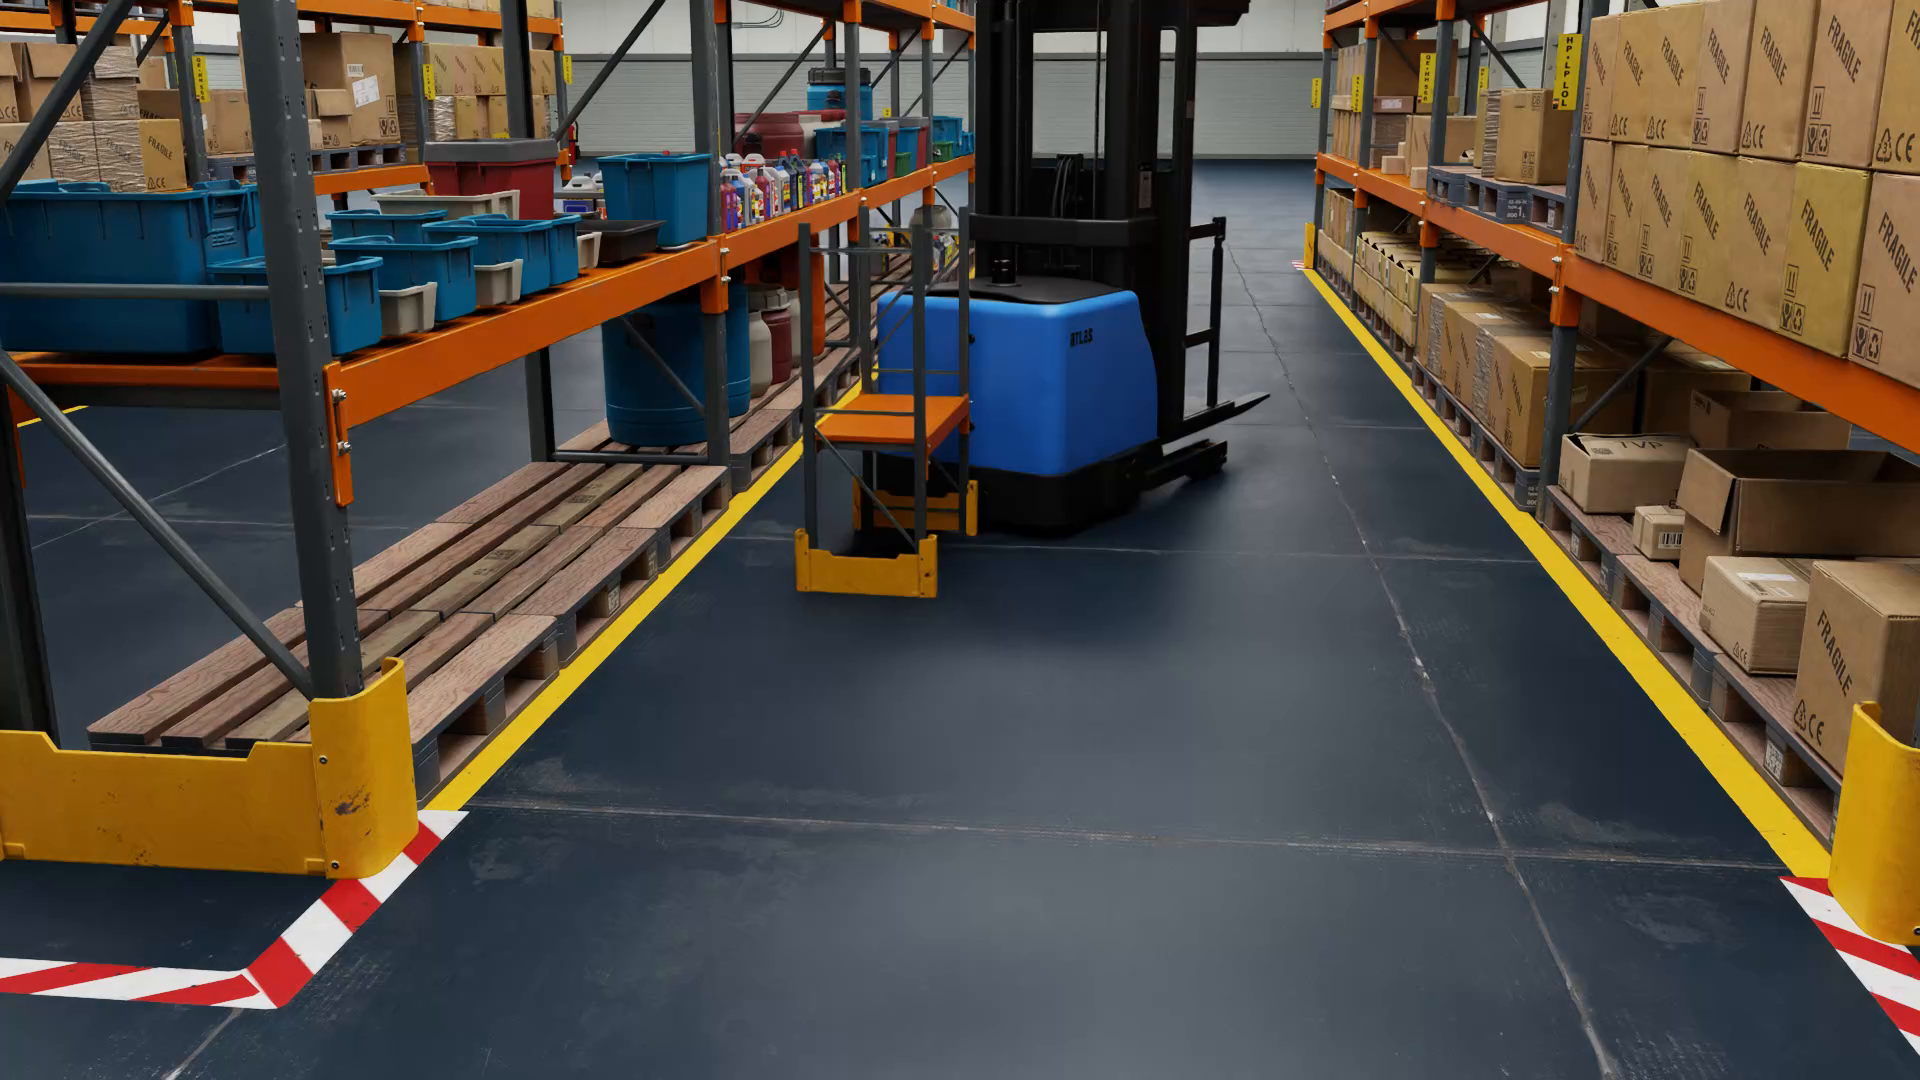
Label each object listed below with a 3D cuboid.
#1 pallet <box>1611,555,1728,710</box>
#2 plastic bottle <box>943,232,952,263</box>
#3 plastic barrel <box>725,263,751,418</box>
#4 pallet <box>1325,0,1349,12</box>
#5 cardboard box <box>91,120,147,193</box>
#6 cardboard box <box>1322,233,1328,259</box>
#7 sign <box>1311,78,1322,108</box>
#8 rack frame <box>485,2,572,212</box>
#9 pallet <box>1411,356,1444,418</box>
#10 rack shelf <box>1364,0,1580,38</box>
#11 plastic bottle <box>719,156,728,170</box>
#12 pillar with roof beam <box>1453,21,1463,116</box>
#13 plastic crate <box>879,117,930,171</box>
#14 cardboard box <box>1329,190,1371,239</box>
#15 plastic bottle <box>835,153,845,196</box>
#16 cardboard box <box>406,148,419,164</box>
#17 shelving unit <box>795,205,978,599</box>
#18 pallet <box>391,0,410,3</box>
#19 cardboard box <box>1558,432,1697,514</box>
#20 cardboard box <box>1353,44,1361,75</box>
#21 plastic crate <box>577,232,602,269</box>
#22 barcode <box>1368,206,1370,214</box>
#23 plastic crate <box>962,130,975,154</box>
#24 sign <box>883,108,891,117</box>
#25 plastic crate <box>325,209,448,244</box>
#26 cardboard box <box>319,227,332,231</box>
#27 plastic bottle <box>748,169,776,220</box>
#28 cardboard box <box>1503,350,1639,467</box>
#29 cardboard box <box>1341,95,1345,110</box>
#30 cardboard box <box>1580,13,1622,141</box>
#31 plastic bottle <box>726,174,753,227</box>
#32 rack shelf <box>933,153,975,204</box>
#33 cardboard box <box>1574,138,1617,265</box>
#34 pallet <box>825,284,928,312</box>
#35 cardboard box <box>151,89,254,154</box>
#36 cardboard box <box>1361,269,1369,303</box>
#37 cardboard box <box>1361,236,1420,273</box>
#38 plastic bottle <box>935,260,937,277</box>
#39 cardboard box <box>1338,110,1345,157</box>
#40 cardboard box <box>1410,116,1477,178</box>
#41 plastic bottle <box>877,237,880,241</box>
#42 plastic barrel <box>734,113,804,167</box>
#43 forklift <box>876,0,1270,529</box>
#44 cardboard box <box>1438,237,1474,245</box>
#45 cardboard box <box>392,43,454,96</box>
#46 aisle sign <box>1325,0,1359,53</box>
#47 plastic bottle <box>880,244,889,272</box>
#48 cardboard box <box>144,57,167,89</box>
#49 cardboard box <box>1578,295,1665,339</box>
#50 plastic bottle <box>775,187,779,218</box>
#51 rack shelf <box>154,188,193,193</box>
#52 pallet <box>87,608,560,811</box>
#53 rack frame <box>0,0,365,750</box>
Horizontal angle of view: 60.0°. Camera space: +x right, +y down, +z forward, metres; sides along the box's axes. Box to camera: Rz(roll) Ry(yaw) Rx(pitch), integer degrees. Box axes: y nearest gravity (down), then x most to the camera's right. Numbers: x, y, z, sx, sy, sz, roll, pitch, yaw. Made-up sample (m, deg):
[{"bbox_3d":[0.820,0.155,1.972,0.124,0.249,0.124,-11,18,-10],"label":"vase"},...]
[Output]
[{"bbox_3d":[3.047,0.329,6.043,1.003,0.211,1.213,2,15,6],"label":"pallet"},{"bbox_3d":[-0.165,-3.073,17.512,0.144,0.351,0.185,2,15,9],"label":"plastic bottle"},{"bbox_3d":[-1.503,-1.174,9.472,0.600,0.901,0.708,2,15,6],"label":"plastic barrel"},{"bbox_3d":[4.509,-5.848,17.966,1.003,0.211,1.213,2,15,6],"label":"pallet"},{"bbox_3d":[-6.002,-2.627,11.439,0.500,0.500,0.500,2,15,6],"label":"cardboard box"},{"bbox_3d":[4.280,-3.238,18.355,0.500,0.250,0.500,2,15,6],"label":"cardboard box"},{"bbox_3d":[4.064,-5.099,18.964,0.100,0.325,0.005,2,15,6],"label":"sign"},{"bbox_3d":[-5.228,-4.918,20.104,1.000,3.000,0.127,2,15,6],"label":"rack frame"},{"bbox_3d":[3.590,-1.012,11.000,1.003,0.211,1.213,2,15,6],"label":"pallet"},{"bbox_3d":[3.937,-4.170,12.968,1.077,0.370,4.000,2,15,6],"label":"rack shelf"},{"bbox_3d":[-1.632,-2.415,11.083,0.152,0.276,0.135,2,15,6],"label":"plastic bottle"},{"bbox_3d":[9.425,-15.077,46.180,9.100,9.000,0.400,2,15,6],"label":"pillar with roof beam"},{"bbox_3d":[-0.509,-3.631,15.221,0.402,0.464,0.583,2,15,6],"label":"plastic crate"},{"bbox_3d":[4.235,-3.470,17.776,0.500,0.500,0.500,2,15,6],"label":"cardboard box"},{"bbox_3d":[-0.831,-2.523,11.471,0.061,0.283,0.133,2,15,6],"label":"plastic bottle"},{"bbox_3d":[-5.356,-3.806,16.473,0.380,0.149,0.250,2,15,6],"label":"cardboard box"},{"bbox_3d":[-0.297,-0.635,7.138,0.587,1.500,1.083,3,15,10],"label":"shelving unit"},{"bbox_3d":[-5.855,-5.081,15.319,1.213,0.211,1.003,2,15,6],"label":"pallet"},{"bbox_3d":[2.998,-0.325,7.425,0.500,0.311,0.500,2,15,6],"label":"cardboard box"},{"bbox_3d":[4.377,-4.768,16.872,0.700,0.500,0.500,2,15,6],"label":"cardboard box"},{"bbox_3d":[-1.559,-1.101,6.378,0.293,0.136,0.466,2,15,6],"label":"plastic crate"},{"bbox_3d":[3.721,-3.003,15.128,0.001,0.075,0.075,2,15,6],"label":"barcode"},{"bbox_3d":[-0.066,-4.562,19.071,0.499,0.251,0.616,2,15,6],"label":"plastic crate"},{"bbox_3d":[-0.853,-4.923,19.592,0.100,0.325,0.005,2,15,6],"label":"sign"},{"bbox_3d":[-2.135,-1.111,6.229,0.416,0.233,0.300,2,15,6],"label":"plastic crate"},{"bbox_3d":[-5.770,-2.728,15.949,0.700,0.500,0.500,1,15,2],"label":"cardboard box"},{"bbox_3d":[-1.126,-1.949,9.361,0.152,0.276,0.135,2,15,6],"label":"plastic bottle"},{"bbox_3d":[3.031,-0.655,8.284,0.500,0.500,0.500,2,15,6],"label":"cardboard box"},{"bbox_3d":[4.241,-4.623,17.580,0.380,0.149,0.250,1,15,4],"label":"cardboard box"},{"bbox_3d":[2.928,-1.930,6.946,0.500,0.500,0.500,2,15,8],"label":"cardboard box"},{"bbox_3d":[-1.189,-1.804,8.824,0.152,0.276,0.135,2,15,6],"label":"plastic bottle"},{"bbox_3d":[-0.533,-3.906,17.740,1.077,0.370,4.000,2,15,6],"label":"rack shelf"},{"bbox_3d":[2.932,-1.437,7.039,0.500,0.500,0.500,2,15,8],"label":"cardboard box"},{"bbox_3d":[-0.808,-2.184,15.334,1.003,0.211,1.213,2,15,6],"label":"pallet"},{"bbox_3d":[-6.146,-3.383,13.431,0.700,0.500,0.500,4,16,15],"label":"cardboard box"},{"bbox_3d":[3.812,-2.233,14.638,0.500,0.250,0.500,2,15,8],"label":"cardboard box"},{"bbox_3d":[3.807,-2.504,14.566,0.500,0.311,0.500,2,15,6],"label":"cardboard box"},{"bbox_3d":[-0.275,-2.692,16.391,0.097,0.201,0.097,0,15,0],"label":"plastic bottle"},{"bbox_3d":[4.495,-4.417,18.057,0.700,0.500,0.500,2,15,8],"label":"cardboard box"},{"bbox_3d":[3.944,-3.171,13.451,0.500,0.500,0.500,2,15,6],"label":"cardboard box"},{"bbox_3d":[-0.871,-3.092,17.733,0.097,0.271,0.097,0,15,0],"label":"plastic bottle"},{"bbox_3d":[-1.458,-2.892,12.351,0.600,0.536,0.708,2,15,6],"label":"plastic barrel"},{"bbox_3d":[0.799,-1.801,8.708,1.130,2.935,3.031,9,18,31],"label":"forklift"},{"bbox_3d":[4.350,-2.485,14.496,0.500,0.311,0.500,2,15,8],"label":"cardboard box"},{"bbox_3d":[-5.376,-4.664,16.488,0.500,0.500,0.500,2,15,6],"label":"cardboard box"},{"bbox_3d":[4.317,-5.906,18.778,0.394,0.787,0.004,2,15,6],"label":"aisle sign"},{"bbox_3d":[-0.800,-2.860,16.867,0.152,0.276,0.135,2,15,6],"label":"plastic bottle"},{"bbox_3d":[-10.225,-5.589,20.229,0.875,0.550,0.550,2,15,6],"label":"cardboard box"},{"bbox_3d":[3.670,-1.258,9.078,0.500,0.250,0.500,2,15,6],"label":"cardboard box"},{"bbox_3d":[-1.085,-1.942,9.479,0.097,0.201,0.097,0,15,0],"label":"plastic bottle"},{"bbox_3d":[-6.357,-1.977,10.606,1.077,0.370,4.000,2,15,6],"label":"rack shelf"},{"bbox_3d":[-1.981,0.511,5.368,1.003,0.211,1.213,2,15,6],"label":"pallet"},{"bbox_3d":[-2.112,-0.622,4.217,1.000,3.000,0.127,2,15,6],"label":"rack frame"}]
